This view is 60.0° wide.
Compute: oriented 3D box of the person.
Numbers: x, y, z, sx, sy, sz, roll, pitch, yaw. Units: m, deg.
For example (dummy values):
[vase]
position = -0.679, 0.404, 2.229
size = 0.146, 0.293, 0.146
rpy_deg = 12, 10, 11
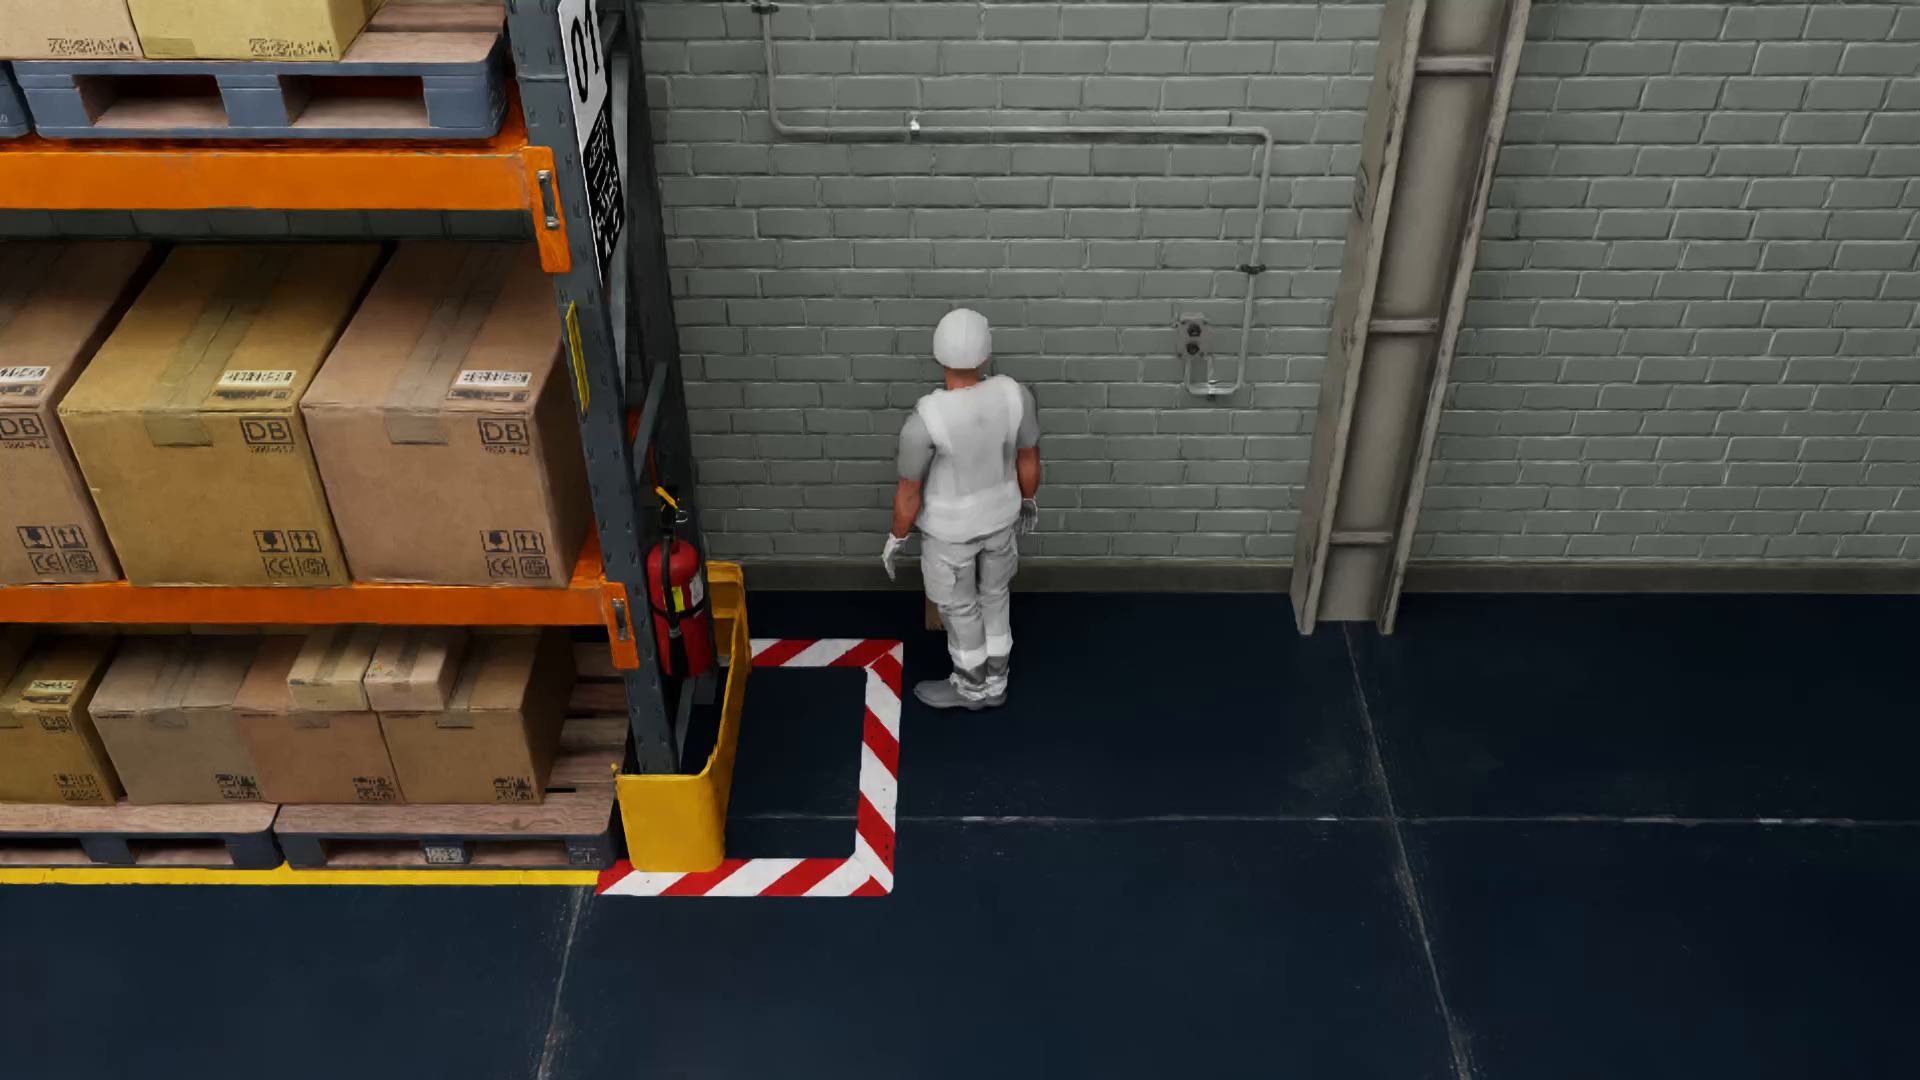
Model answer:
[person]
position = 0.001, -0.070, 6.184
size = 0.628, 1.791, 0.328
rpy_deg = -20, 43, -23
